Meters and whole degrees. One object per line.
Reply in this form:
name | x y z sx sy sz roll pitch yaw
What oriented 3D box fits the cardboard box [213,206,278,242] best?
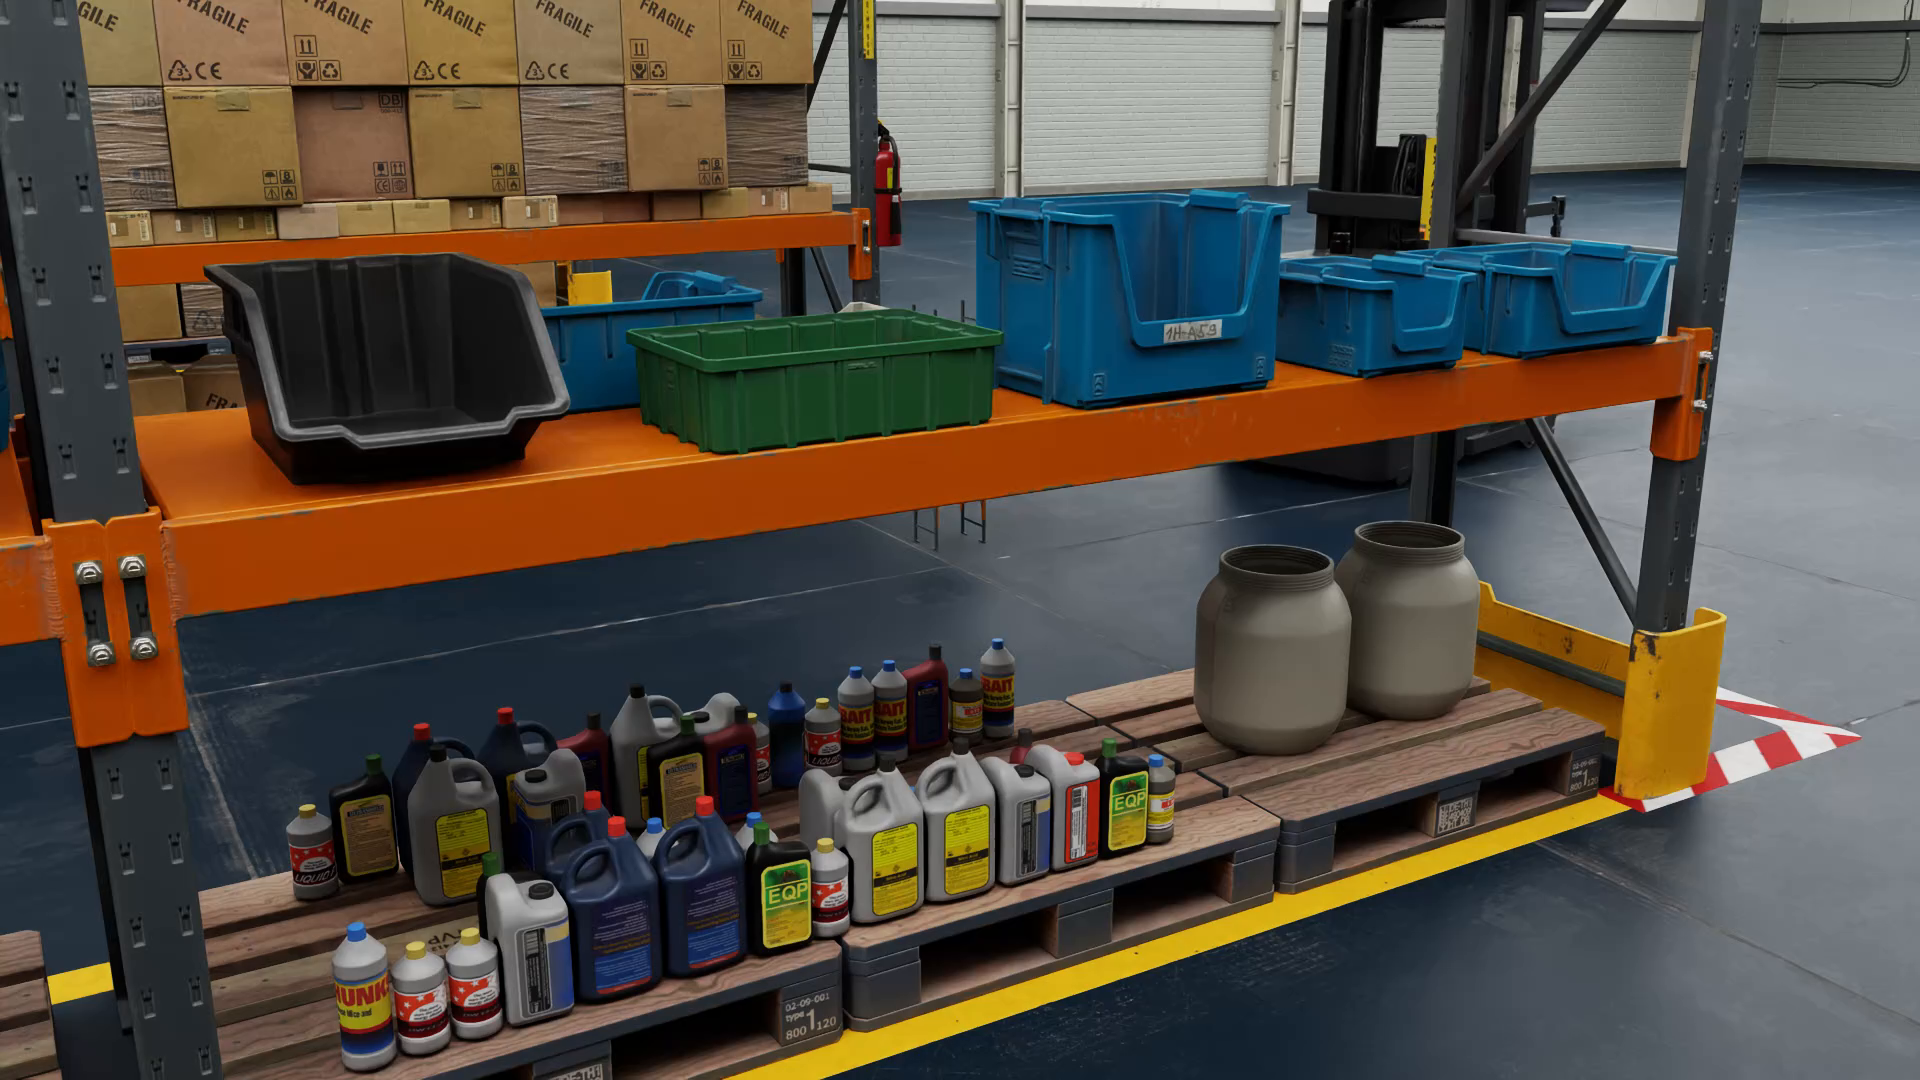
cardboard box | -3.191 -1.413 7.360 0.250 0.149 0.380 -9 18 -30

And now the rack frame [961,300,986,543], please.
rack frame | 0.059 -0.515 7.302 0.008 1.050 0.200 -9 18 -30

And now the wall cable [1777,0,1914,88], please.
wall cable | 19.466 -11.240 36.588 0.112 2.526 3.097 -9 18 -30

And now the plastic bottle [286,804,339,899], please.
plastic bottle | -1.459 0.695 3.744 0.097 0.201 0.097 0 16 0

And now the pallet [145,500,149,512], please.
pallet | -3.603 -0.223 7.815 1.213 0.211 1.003 -9 18 -30

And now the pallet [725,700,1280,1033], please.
pallet | 0.034 0.770 4.272 1.213 0.211 1.003 -9 18 -30

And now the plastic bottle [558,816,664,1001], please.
plastic bottle | -0.704 0.729 3.344 0.185 0.351 0.144 -9 18 -28

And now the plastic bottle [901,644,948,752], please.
plastic bottle | -0.099 0.429 4.540 0.133 0.283 0.061 -9 18 -29

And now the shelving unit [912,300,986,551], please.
shelving unit | -0.046 -0.498 7.242 0.252 1.050 0.215 -9 18 -30

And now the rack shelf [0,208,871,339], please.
rack shelf | -2.446 -1.396 8.165 4.000 0.370 1.077 -9 18 -30

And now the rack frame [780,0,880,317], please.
rack frame | -0.732 -2.020 9.060 0.127 3.000 1.000 -9 18 -30

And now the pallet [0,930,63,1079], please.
pallet | -2.263 1.142 2.943 1.213 0.211 1.003 -9 18 -30

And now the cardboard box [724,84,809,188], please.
cardboard box | -1.217 -2.142 8.756 0.500 0.500 0.875 -9 18 -30

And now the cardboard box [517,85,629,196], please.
cardboard box | -2.035 -1.985 8.197 0.500 0.500 0.875 -9 18 -30

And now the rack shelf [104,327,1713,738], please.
rack shelf | 0.105 -0.250 4.077 4.000 0.370 1.077 -9 18 -30

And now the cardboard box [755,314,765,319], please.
cardboard box | -1.276 -0.936 9.045 0.500 0.500 0.500 -6 17 -19

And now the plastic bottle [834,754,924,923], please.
plastic bottle | -0.178 0.644 3.649 0.185 0.351 0.144 -9 18 -30

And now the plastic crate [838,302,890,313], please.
plastic crate | -0.348 -0.476 4.038 0.437 0.136 0.530 -9 18 -30

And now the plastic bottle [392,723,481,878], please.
plastic bottle | -1.206 0.589 3.844 0.185 0.351 0.144 -10 18 -31

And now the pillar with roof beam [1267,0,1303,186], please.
pillar with roof beam | 8.191 -9.968 26.296 0.400 9.000 9.100 -9 18 -30

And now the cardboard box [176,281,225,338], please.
cardboard box | -5.282 -2.002 12.155 0.875 0.875 0.875 -9 18 -29

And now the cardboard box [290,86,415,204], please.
cardboard box | -2.919 -1.858 7.745 0.500 0.500 0.875 -9 18 -30

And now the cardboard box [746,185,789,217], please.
cardboard box | -1.084 -1.777 8.659 0.250 0.149 0.380 -9 18 -30

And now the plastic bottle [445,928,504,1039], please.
plastic bottle | -0.936 0.846 3.204 0.097 0.201 0.097 0 16 0

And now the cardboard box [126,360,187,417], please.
cardboard box | -3.797 -0.509 7.522 0.500 0.500 0.500 -10 18 -31

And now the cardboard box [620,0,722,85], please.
cardboard box | -1.501 -2.489 8.142 0.500 0.500 0.500 -9 18 -30

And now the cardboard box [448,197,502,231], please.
cardboard box | -2.351 -1.560 7.885 0.250 0.149 0.380 -9 18 -30

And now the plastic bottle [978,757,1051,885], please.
plastic bottle | 0.122 0.630 3.836 0.135 0.276 0.152 -10 18 -31

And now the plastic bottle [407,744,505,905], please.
plastic bottle | -1.132 0.622 3.725 0.185 0.351 0.144 -9 18 -30

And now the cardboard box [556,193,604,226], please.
cardboard box | -1.933 -1.634 8.149 0.250 0.149 0.380 -9 18 -30

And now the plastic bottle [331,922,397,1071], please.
plastic bottle | -1.111 0.841 3.093 0.097 0.271 0.097 0 16 0

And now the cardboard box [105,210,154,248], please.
cardboard box | -3.600 -1.335 7.082 0.250 0.149 0.380 -9 18 -30

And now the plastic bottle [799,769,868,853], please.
plastic bottle | -0.276 0.649 3.768 0.135 0.276 0.152 -9 18 -30

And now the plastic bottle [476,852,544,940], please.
plastic bottle | -0.903 0.759 3.362 0.133 0.283 0.061 -9 18 -30

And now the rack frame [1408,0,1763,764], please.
rack frame | 1.819 -0.874 4.972 0.127 3.000 1.000 -9 18 -30

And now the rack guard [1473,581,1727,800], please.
rack guard | 1.778 0.351 5.233 0.348 0.500 1.175 -9 18 -30

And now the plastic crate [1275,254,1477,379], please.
plastic crate | 0.985 -0.575 4.179 0.408 0.251 0.499 -9 18 -30

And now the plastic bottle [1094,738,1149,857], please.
plastic bottle | 0.380 0.599 3.933 0.133 0.283 0.061 -9 18 -28

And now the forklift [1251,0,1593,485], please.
forklift | 2.713 -2.007 9.141 1.130 2.935 3.031 15 21 42

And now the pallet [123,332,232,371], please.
pallet | -5.936 -1.371 11.909 1.213 0.211 1.003 -9 18 -30

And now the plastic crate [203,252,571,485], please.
plastic crate | -1.095 -0.332 3.151 0.504 0.338 0.767 -9 18 -30

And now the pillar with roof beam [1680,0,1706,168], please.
pillar with roof beam | 18.477 -11.636 32.247 0.400 9.000 9.100 -9 18 -30

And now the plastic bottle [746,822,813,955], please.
plastic bottle | -0.379 0.722 3.494 0.133 0.283 0.061 -8 18 -27

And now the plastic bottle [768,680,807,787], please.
plastic bottle | -0.449 0.497 4.319 0.097 0.271 0.097 0 16 0

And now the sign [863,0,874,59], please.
sign | -0.463 -2.599 8.393 0.005 0.325 0.100 -9 18 -30

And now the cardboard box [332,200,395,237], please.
cardboard box | -2.762 -1.483 7.609 0.250 0.149 0.380 -9 18 -30

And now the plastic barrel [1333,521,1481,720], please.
plastic barrel | 1.294 0.230 4.861 0.421 0.512 0.421 0 16 0

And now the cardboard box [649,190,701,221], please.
cardboard box | -1.494 -1.700 8.381 0.250 0.149 0.380 -9 18 -30

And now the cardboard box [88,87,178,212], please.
cardboard box | -3.743 -1.704 7.195 0.500 0.500 0.875 -9 18 -30

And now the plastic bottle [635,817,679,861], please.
plastic bottle | -0.642 0.719 3.526 0.097 0.271 0.097 0 16 0

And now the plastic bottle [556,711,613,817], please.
plastic bottle | -0.923 0.563 4.063 0.133 0.283 0.061 -8 17 -26

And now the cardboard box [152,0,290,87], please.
cardboard box | -3.216 -2.211 7.150 0.500 0.500 0.500 -9 18 -30

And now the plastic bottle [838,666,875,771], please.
plastic bottle | -0.275 0.469 4.419 0.097 0.271 0.097 0 16 0

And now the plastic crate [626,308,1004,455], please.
plastic crate | -0.301 -0.340 3.457 0.662 0.188 0.450 -9 18 -30

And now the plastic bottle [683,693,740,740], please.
plastic bottle | -0.623 0.532 4.186 0.135 0.276 0.152 -9 18 -29

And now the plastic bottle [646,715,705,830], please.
plastic bottle | -0.690 0.570 4.036 0.133 0.283 0.061 -9 18 -30

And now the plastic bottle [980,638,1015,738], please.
plastic bottle | 0.105 0.407 4.639 0.097 0.271 0.097 0 16 0

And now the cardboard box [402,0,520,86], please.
cardboard box | -2.364 -2.352 7.655 0.500 0.500 0.500 -9 18 -30
